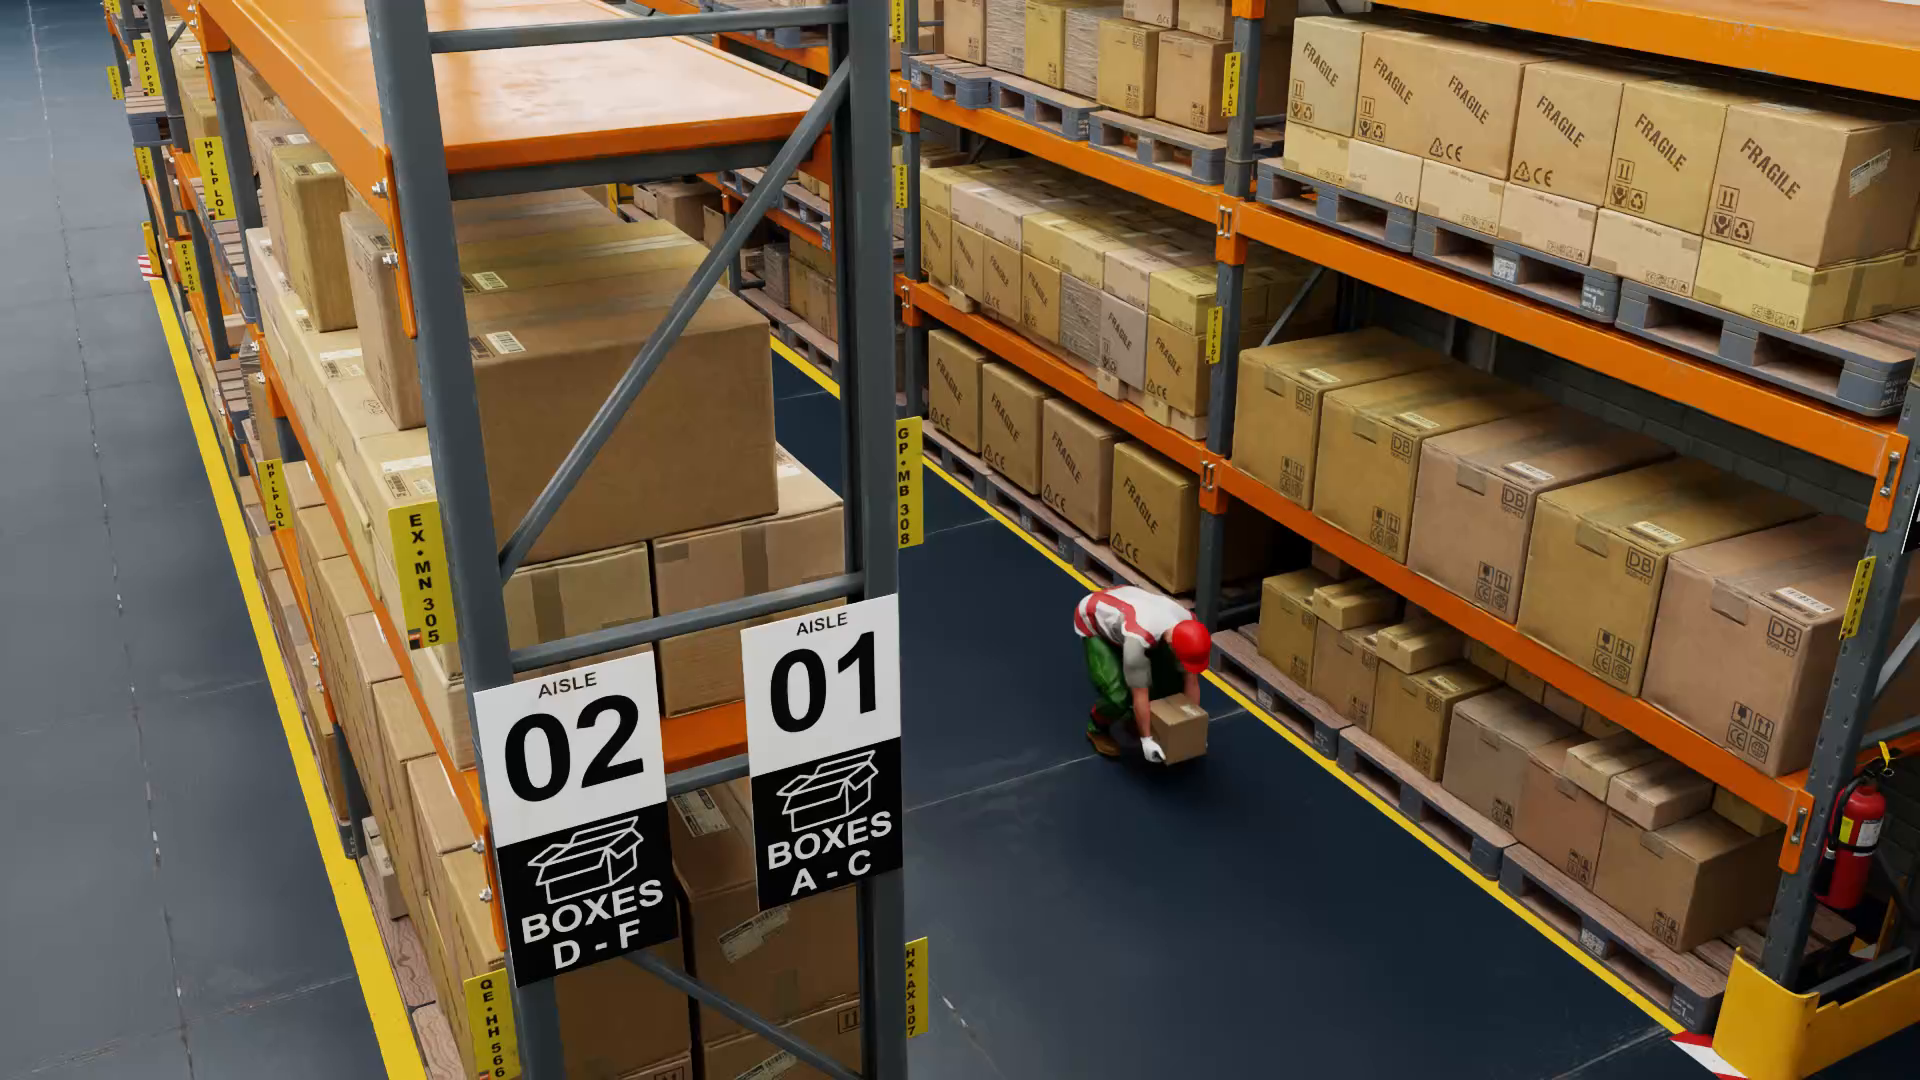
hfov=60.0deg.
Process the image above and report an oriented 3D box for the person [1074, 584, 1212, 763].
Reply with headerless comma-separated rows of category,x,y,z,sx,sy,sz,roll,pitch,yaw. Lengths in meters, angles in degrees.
person,0.993,0.734,8.967,0.535,0.987,0.950,-14,29,-27
